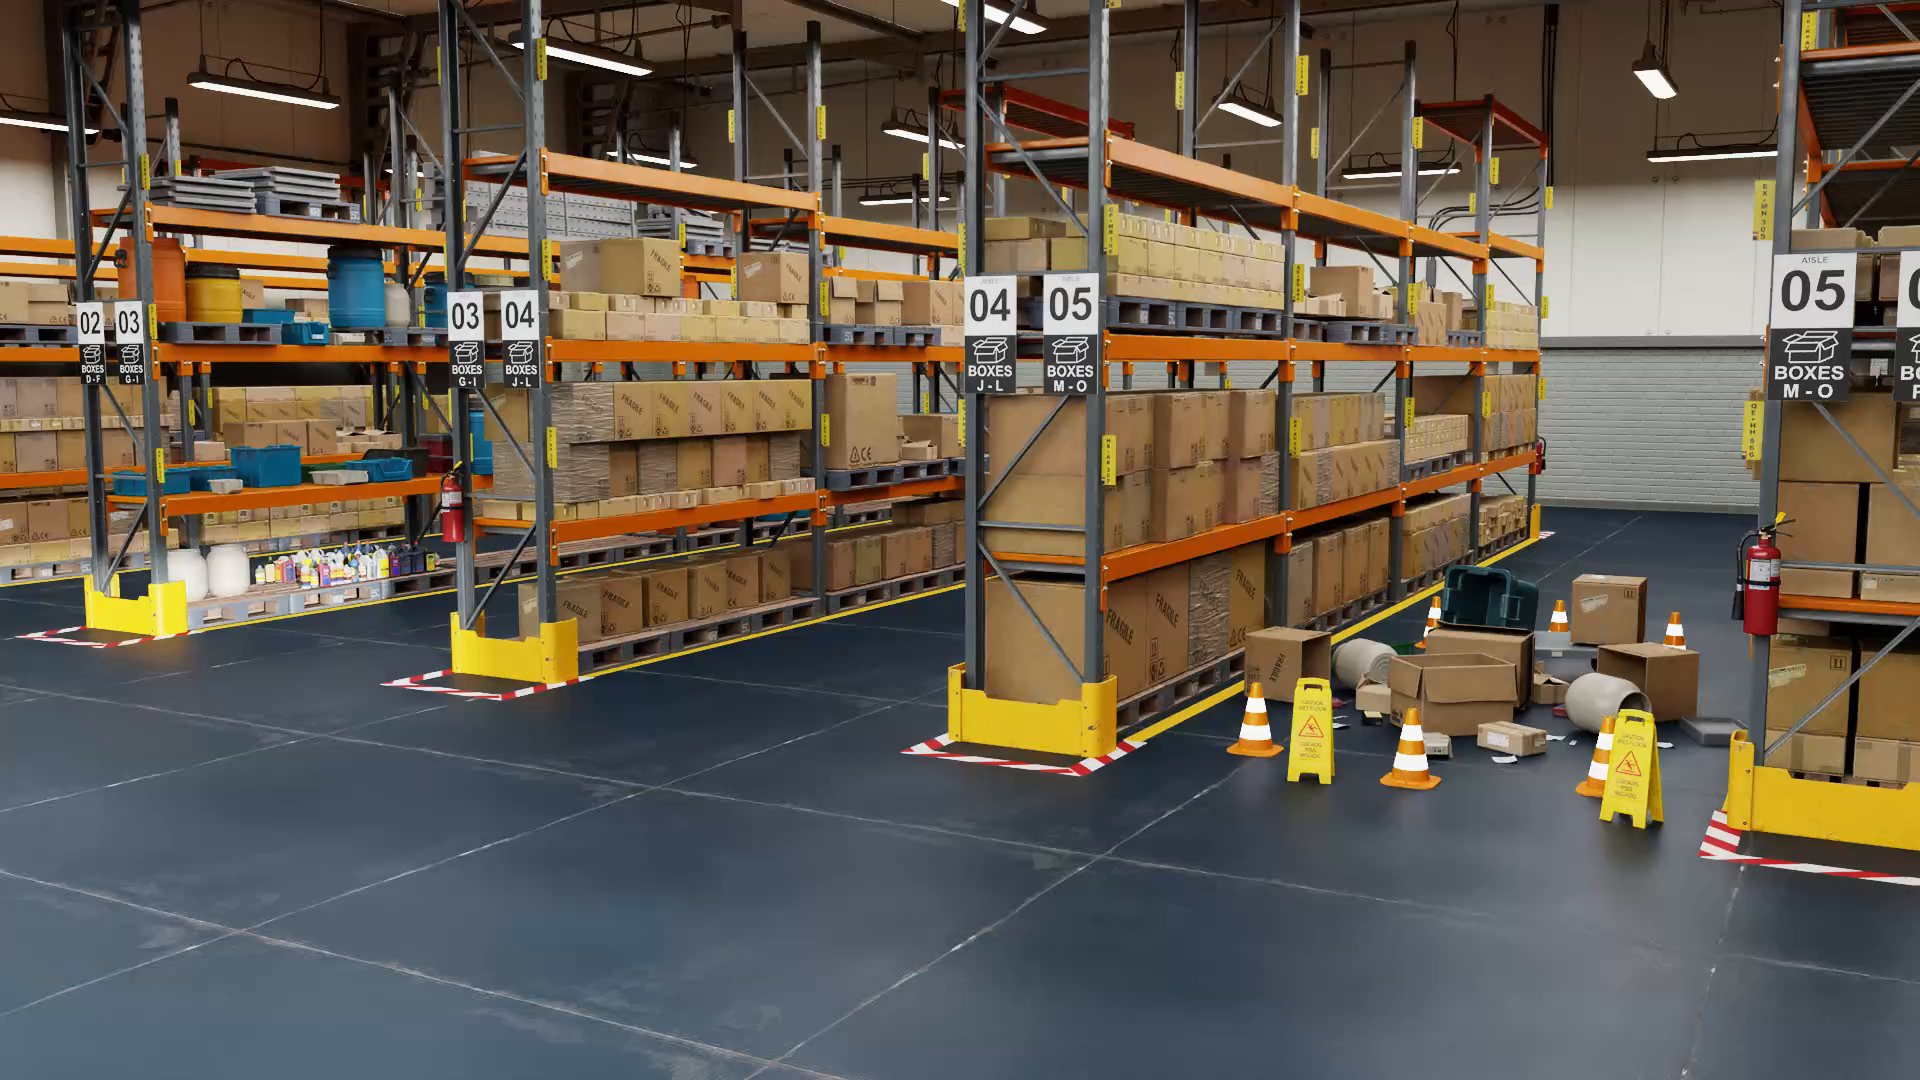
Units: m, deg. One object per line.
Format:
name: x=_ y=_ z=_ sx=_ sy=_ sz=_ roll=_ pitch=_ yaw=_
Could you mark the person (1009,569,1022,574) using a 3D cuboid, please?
person: x=0.731 y=-0.083 z=17.948 sx=0.582 sy=1.596 sz=0.590 roll=3 pitch=7 yaw=25
